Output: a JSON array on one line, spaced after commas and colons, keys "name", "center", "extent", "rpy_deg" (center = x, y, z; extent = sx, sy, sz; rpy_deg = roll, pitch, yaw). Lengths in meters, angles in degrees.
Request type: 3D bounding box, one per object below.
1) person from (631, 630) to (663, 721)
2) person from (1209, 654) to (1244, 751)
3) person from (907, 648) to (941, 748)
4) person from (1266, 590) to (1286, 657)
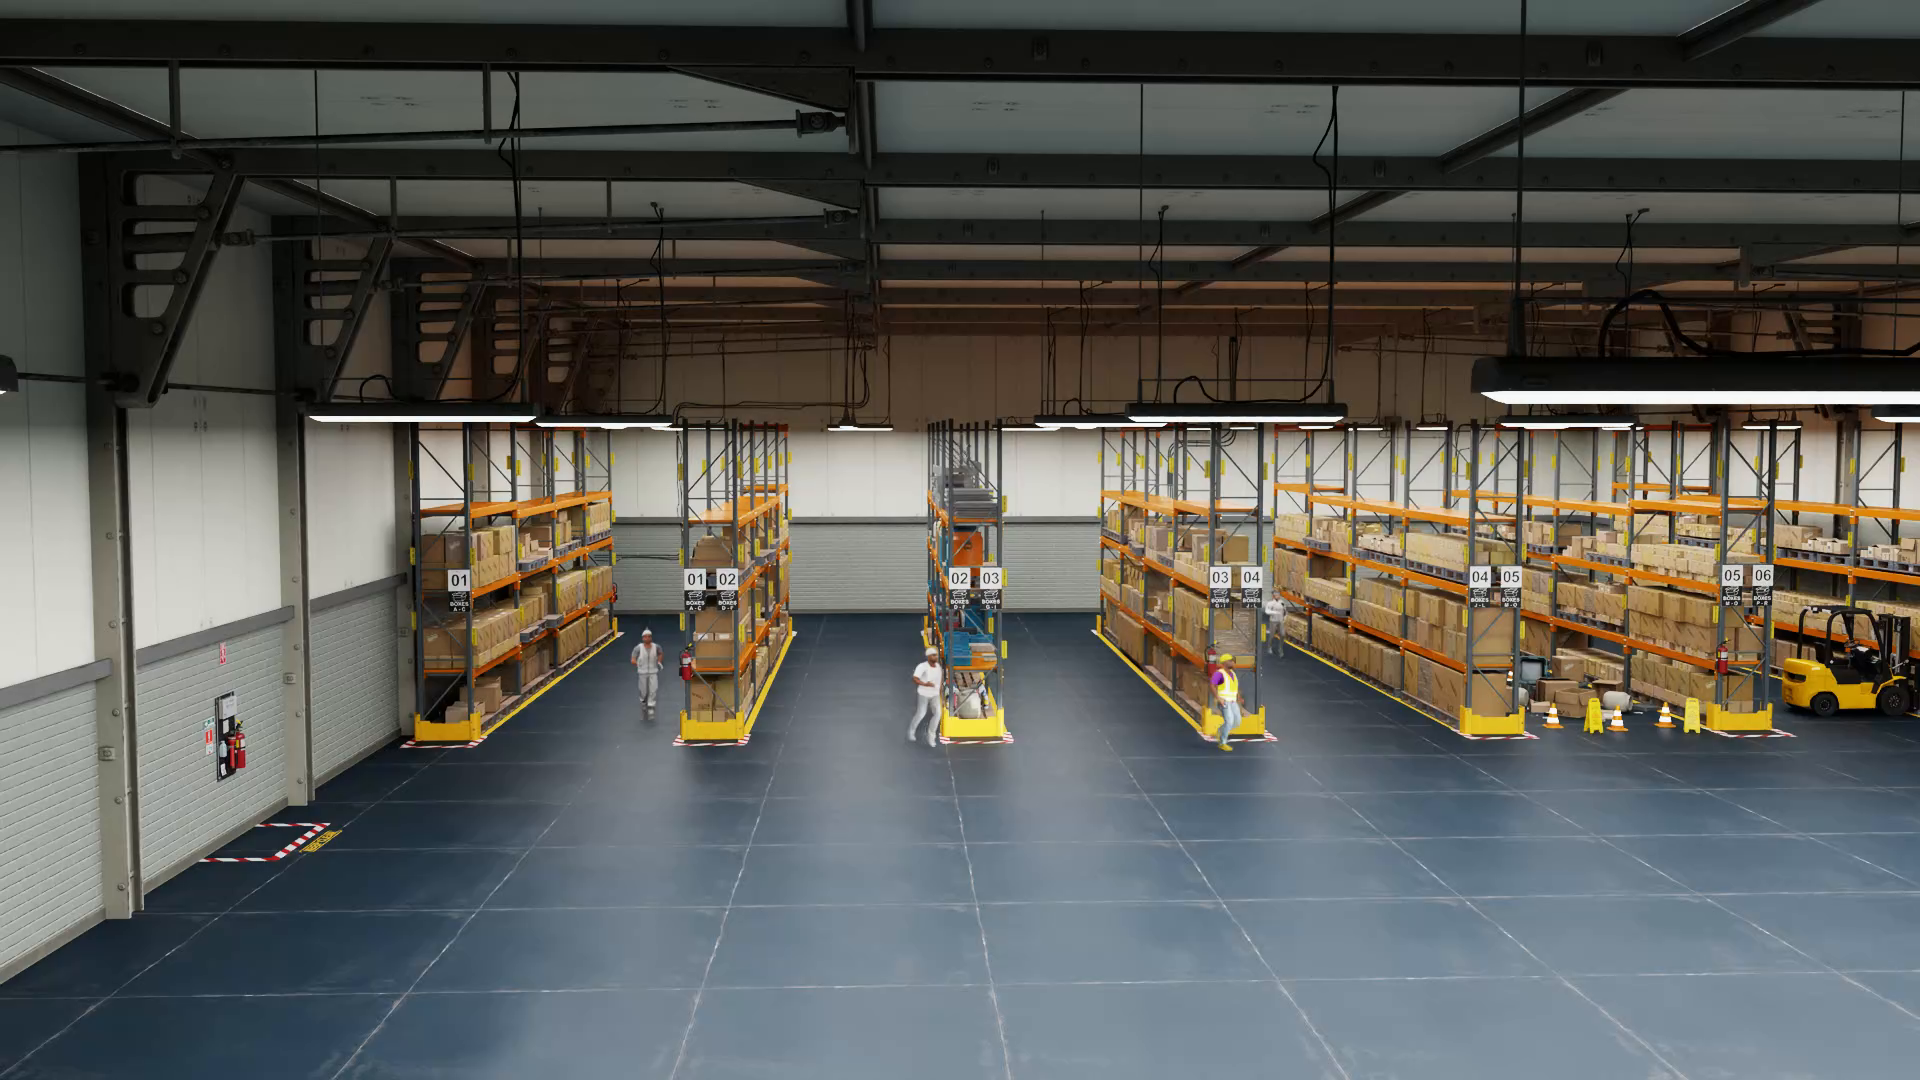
[{"name": "person", "center": [-6.240, 2.681, 33.249], "extent": [0.654, 1.776, 0.985], "rpy_deg": [-1, 4, -16]}, {"name": "person", "center": [4.871, 2.940, 30.226], "extent": [0.759, 1.710, 0.515], "rpy_deg": [-3, 5, -42]}, {"name": "person", "center": [-0.590, 2.879, 30.667], "extent": [0.726, 1.798, 0.762], "rpy_deg": [-3, 5, -38]}, {"name": "person", "center": [8.139, 2.142, 42.769], "extent": [0.632, 1.755, 0.711], "rpy_deg": [-1, 4, -10]}]
